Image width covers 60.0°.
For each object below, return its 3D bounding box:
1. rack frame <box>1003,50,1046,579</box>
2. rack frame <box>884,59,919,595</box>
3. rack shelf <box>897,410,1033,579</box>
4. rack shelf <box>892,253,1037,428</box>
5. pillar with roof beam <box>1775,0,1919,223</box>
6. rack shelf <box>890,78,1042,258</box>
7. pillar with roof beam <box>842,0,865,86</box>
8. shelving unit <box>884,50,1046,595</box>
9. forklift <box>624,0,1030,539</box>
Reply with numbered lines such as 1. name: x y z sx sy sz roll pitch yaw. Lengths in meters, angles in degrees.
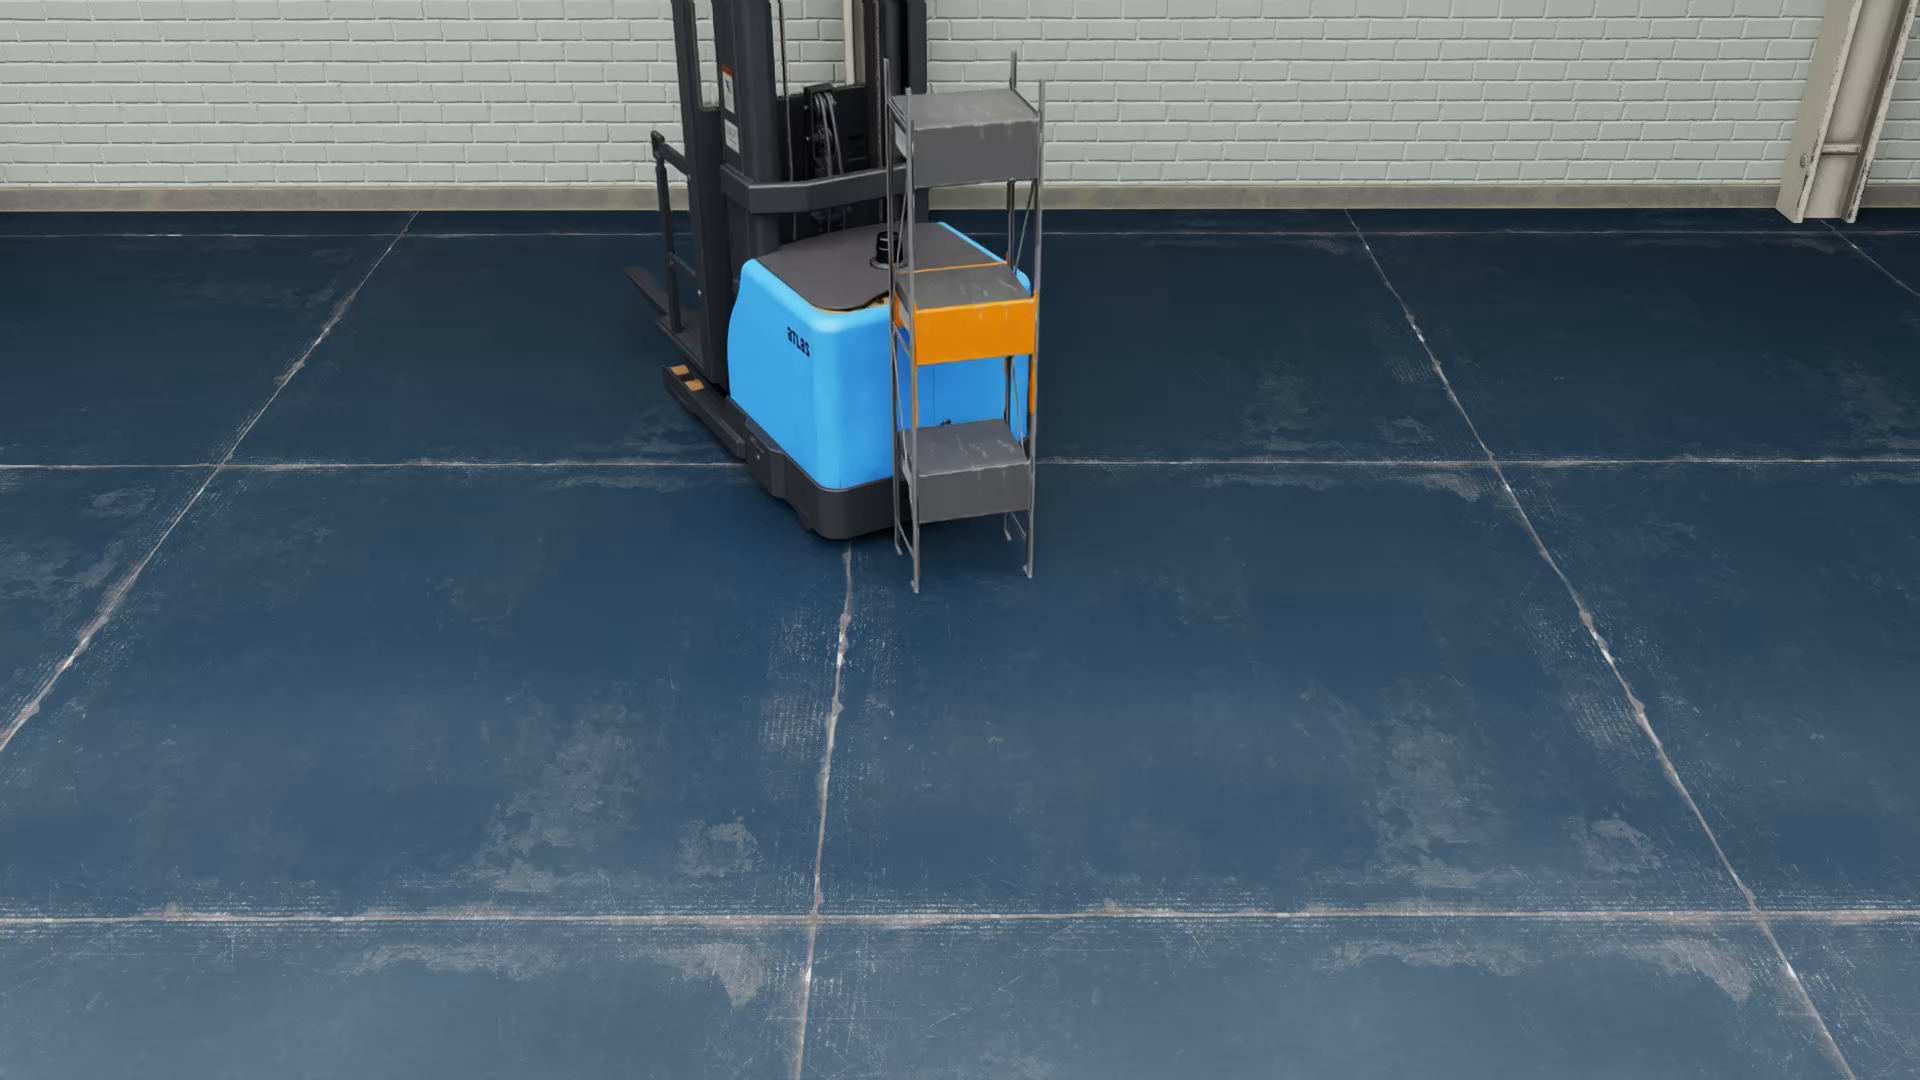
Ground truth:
1. rack frame: 0.247 -0.835 6.603 0.015 2.100 0.400 -7 32 -12
2. rack frame: -0.226 -0.773 6.499 0.015 2.100 0.400 -7 32 -12
3. rack shelf: 0.009 -0.194 6.921 0.480 0.518 0.431 -7 32 -12
4. rack shelf: 0.010 -0.793 6.558 0.480 0.518 0.431 -7 32 -12
5. pillar with roof beam: 5.525 -3.712 4.693 0.400 9.000 9.100 0 31 0
6. rack shelf: 0.011 -1.391 6.195 0.480 0.518 0.431 -7 32 -12
7. pillar with roof beam: -0.475 -3.694 4.663 0.400 9.000 9.100 0 31 0
8. shelving unit: 0.010 -0.804 6.551 0.503 2.100 0.431 -7 32 -12
9. forklift: -0.848 -1.991 7.706 1.130 2.935 3.031 -16 35 -25
